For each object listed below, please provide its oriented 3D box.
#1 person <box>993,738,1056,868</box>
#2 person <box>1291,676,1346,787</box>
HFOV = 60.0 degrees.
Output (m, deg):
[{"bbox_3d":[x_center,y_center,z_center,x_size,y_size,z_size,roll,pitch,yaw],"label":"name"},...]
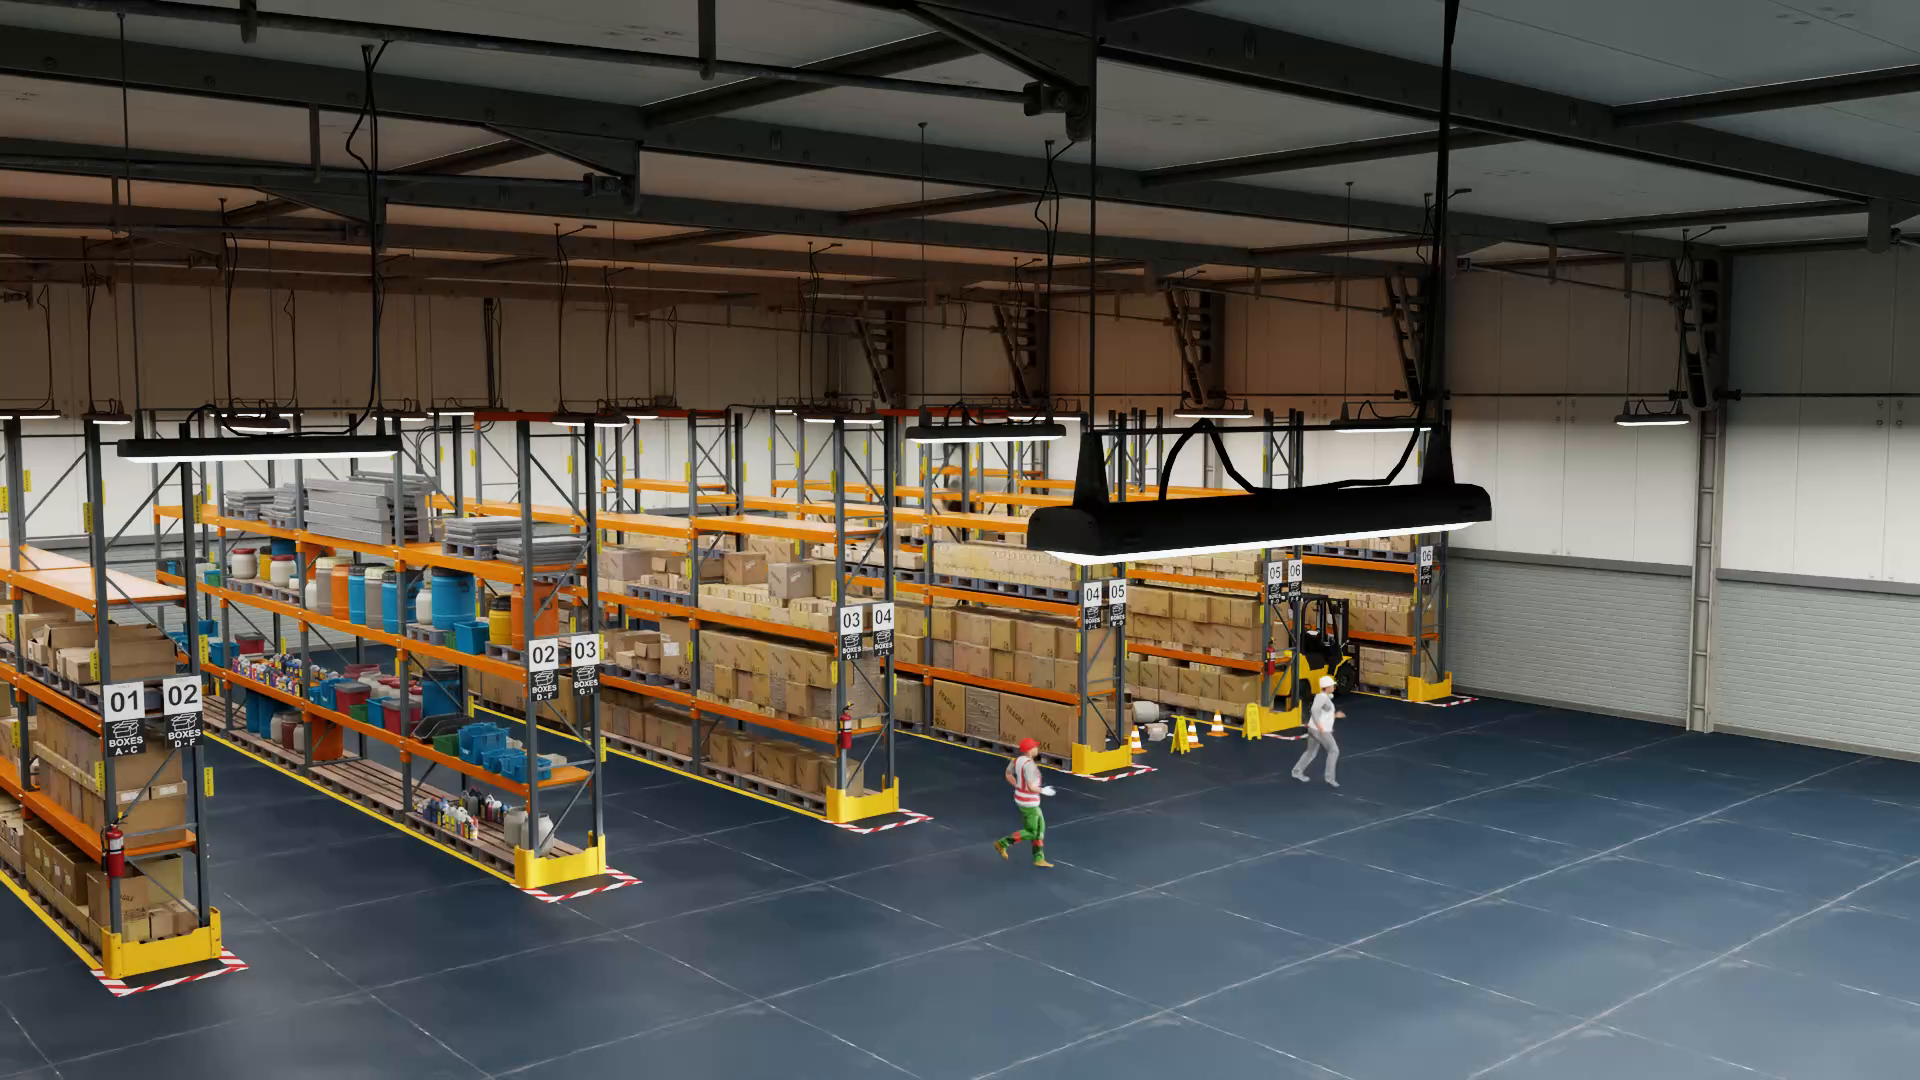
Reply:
[{"bbox_3d":[0.846,3.521,22.175,0.866,1.788,0.666,-1,5,-14],"label":"person"},{"bbox_3d":[5.826,3.109,26.895,0.882,1.831,0.596,0,5,-4],"label":"person"}]
